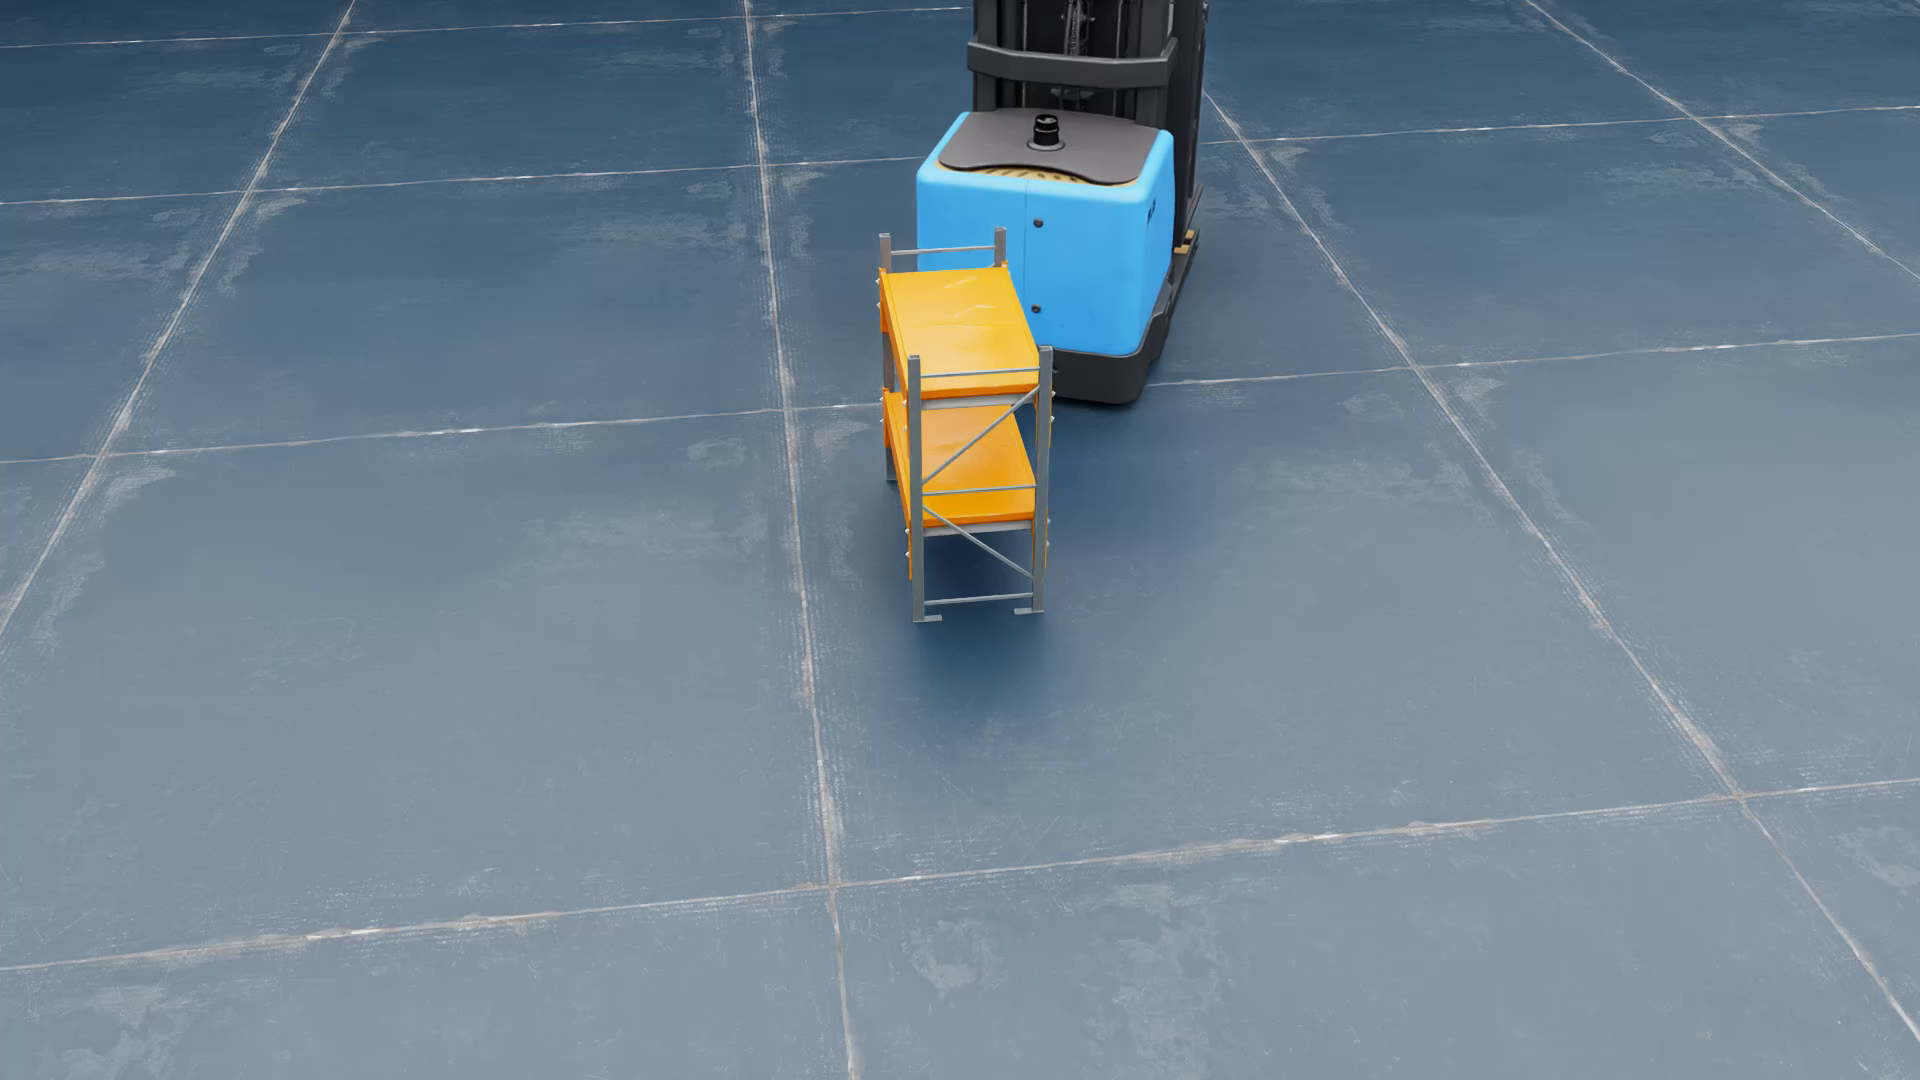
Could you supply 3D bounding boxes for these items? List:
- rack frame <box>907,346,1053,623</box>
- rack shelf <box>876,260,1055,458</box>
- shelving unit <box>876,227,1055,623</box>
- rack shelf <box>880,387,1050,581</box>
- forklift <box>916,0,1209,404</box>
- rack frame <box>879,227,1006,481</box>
[{"bbox_3d":[0.069,-0.177,6.011,0.500,1.125,0.032,-4,35,-6],"label":"rack frame"},{"bbox_3d":[0.001,-0.703,6.263,0.538,0.278,1.000,-4,35,-6],"label":"rack shelf"},{"bbox_3d":[0.001,-0.461,6.428,0.538,1.125,1.048,-4,35,-6],"label":"shelving unit"},{"bbox_3d":[0.001,-0.259,6.565,0.538,0.278,1.000,-4,35,-6],"label":"rack shelf"},{"bbox_3d":[0.664,-2.654,8.042,1.130,2.935,3.031,8,35,12],"label":"forklift"},{"bbox_3d":[-0.067,-0.745,6.844,0.500,1.125,0.032,-4,35,-6],"label":"rack frame"}]
